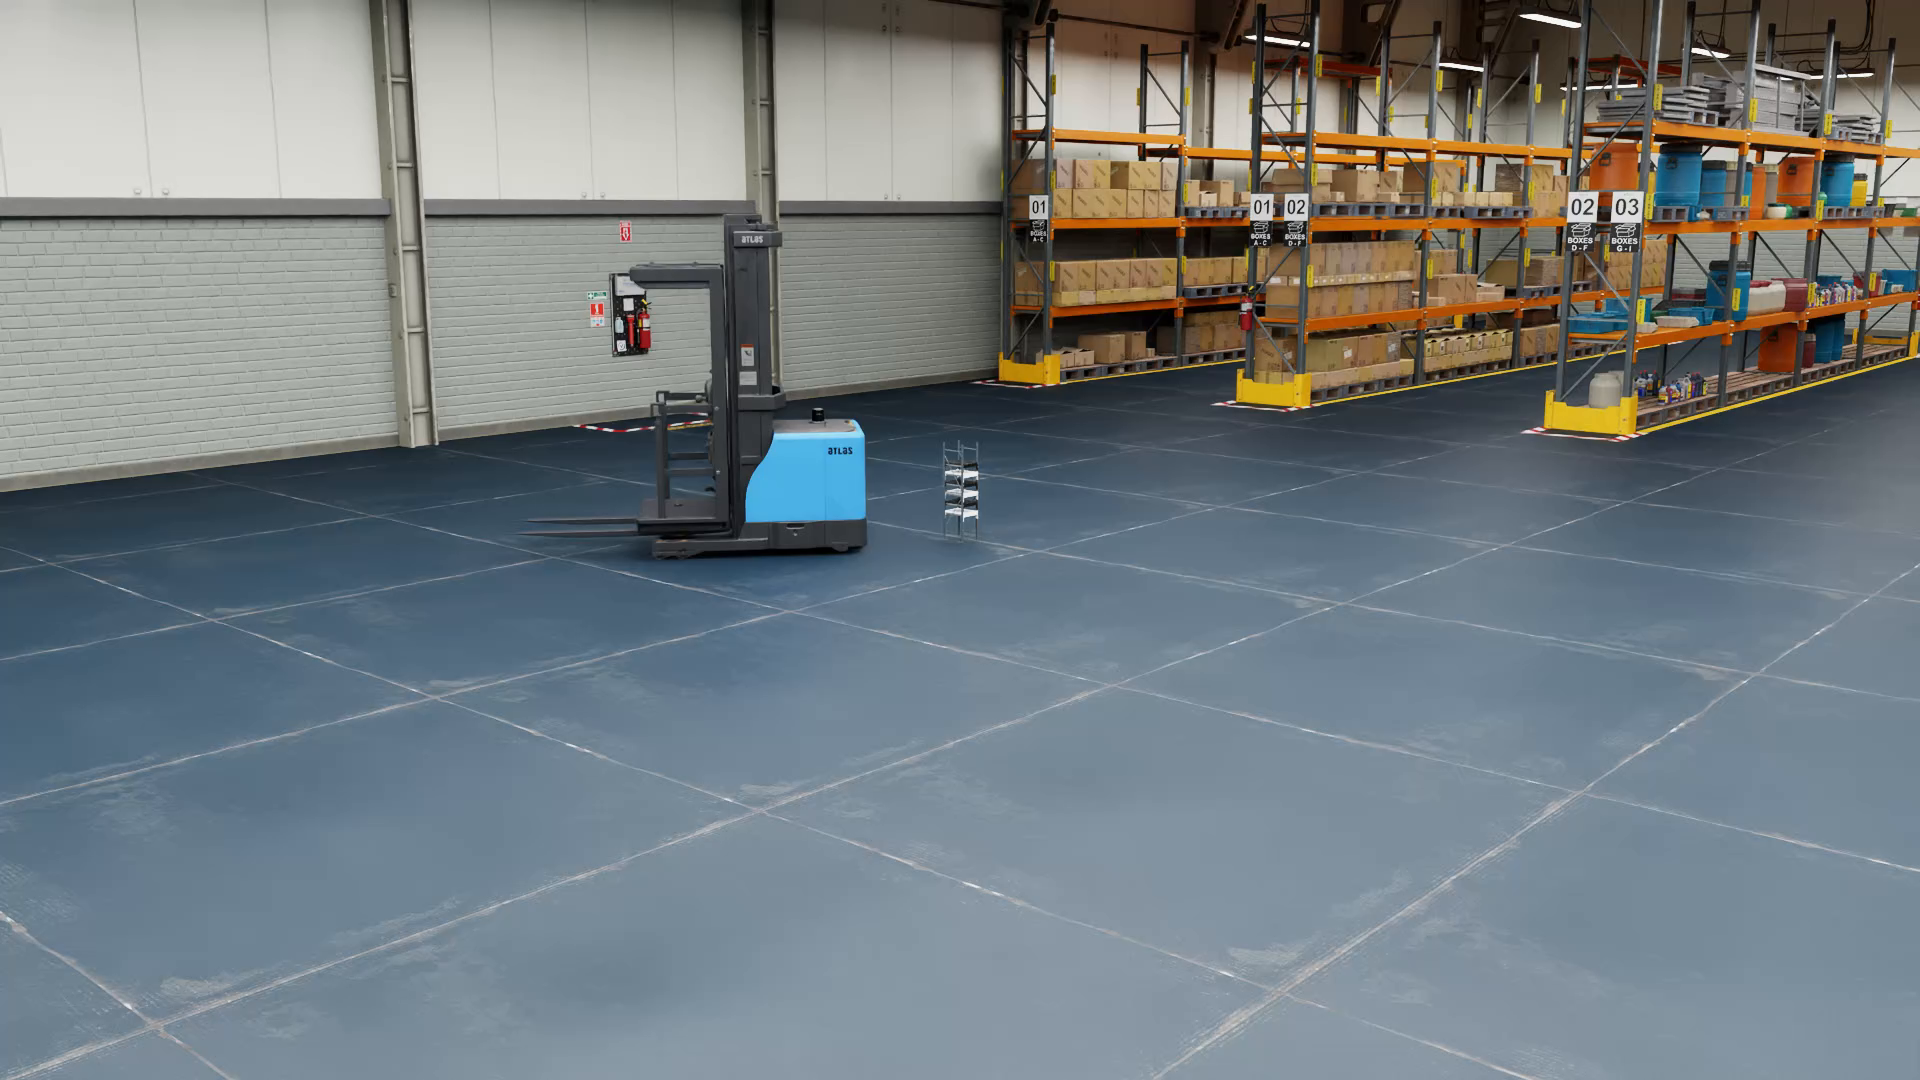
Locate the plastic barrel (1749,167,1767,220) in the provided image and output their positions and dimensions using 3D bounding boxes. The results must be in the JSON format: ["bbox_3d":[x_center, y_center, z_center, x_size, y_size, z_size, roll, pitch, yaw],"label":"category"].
[{"bbox_3d":[12.746,-5.628,27.016,0.600,0.830,0.708,10,15,40],"label":"plastic barrel"}]

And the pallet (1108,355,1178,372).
[{"bbox_3d":[3.384,-3.357,31.520,1.003,0.211,1.213,10,15,40],"label":"pallet"}]

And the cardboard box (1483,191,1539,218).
[{"bbox_3d":[10.428,-6.365,31.546,0.910,0.500,0.500,10,15,40],"label":"cardboard box"}]

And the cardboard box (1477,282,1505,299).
[{"bbox_3d":[9.892,-4.685,31.276,0.500,0.311,0.500,11,16,44],"label":"cardboard box"}]

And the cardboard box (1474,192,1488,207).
[{"bbox_3d":[9.189,-6.144,30.004,0.500,0.250,0.500,9,15,39],"label":"cardboard box"}]

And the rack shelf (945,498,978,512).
[{"bbox_3d":[0.005,-0.322,15.192,0.258,0.077,0.200,10,15,40],"label":"rack shelf"}]

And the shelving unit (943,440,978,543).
[{"bbox_3d":[0.005,-0.442,15.168,0.258,0.900,0.210,10,15,40],"label":"shelving unit"}]

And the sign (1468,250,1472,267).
[{"bbox_3d":[9.751,-5.374,31.746,0.100,0.325,0.005,10,15,40],"label":"sign"}]

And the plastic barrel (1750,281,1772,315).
[{"bbox_3d":[12.809,-3.898,26.760,0.433,0.535,0.433,0,11,0],"label":"plastic barrel"}]

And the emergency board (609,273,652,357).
[{"bbox_3d":[-4.648,-3.213,23.678,0.194,1.169,0.643,10,15,40],"label":"emergency board"}]

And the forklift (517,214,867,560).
[{"bbox_3d":[-2.377,-1.377,14.659,3.031,2.935,1.130,-1,11,-7],"label":"forklift"}]

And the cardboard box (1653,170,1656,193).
[{"bbox_3d":[14.725,-7.824,36.296,0.700,0.500,0.500,10,15,40],"label":"cardboard box"}]

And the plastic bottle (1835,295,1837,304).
[{"bbox_3d":[15.634,-4.325,29.750,0.097,0.201,0.097,0,11,0],"label":"plastic bottle"}]

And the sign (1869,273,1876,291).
[{"bbox_3d":[16.936,-4.789,30.860,0.100,0.325,0.005,10,15,40],"label":"sign"}]

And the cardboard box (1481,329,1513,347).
[{"bbox_3d":[10.004,-3.800,31.135,0.500,0.311,0.500,10,15,42],"label":"cardboard box"}]

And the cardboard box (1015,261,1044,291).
[{"bbox_3d":[1.312,-4.640,29.242,0.500,0.500,0.500,10,15,40],"label":"cardboard box"}]

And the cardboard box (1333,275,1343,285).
[{"bbox_3d":[5.811,-4.109,26.254,0.380,0.149,0.250,9,15,39],"label":"cardboard box"}]

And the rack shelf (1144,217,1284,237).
[{"bbox_3d":[5.121,-6.240,33.014,1.077,0.370,4.000,10,15,40],"label":"rack shelf"}]

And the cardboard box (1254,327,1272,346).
[{"bbox_3d":[6.005,-4.294,34.348,0.700,0.500,0.500,10,15,41],"label":"cardboard box"}]

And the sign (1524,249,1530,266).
[{"bbox_3d":[10.584,-5.273,31.037,0.100,0.325,0.005,10,15,40],"label":"sign"}]

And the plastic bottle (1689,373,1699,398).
[{"bbox_3d":[10.908,-2.304,24.765,0.144,0.351,0.185,9,14,38],"label":"plastic bottle"}]

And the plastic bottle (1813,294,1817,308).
[{"bbox_3d":[14.717,-4.165,28.760,0.152,0.276,0.135,10,15,40],"label":"plastic bottle"}]

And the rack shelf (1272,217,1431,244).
[{"bbox_3d":[6.204,-5.012,26.864,1.077,0.370,4.000,10,15,40],"label":"rack shelf"}]

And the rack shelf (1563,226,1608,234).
[{"bbox_3d":[14.126,-6.778,35.703,1.077,0.370,4.000,10,15,40],"label":"rack shelf"}]

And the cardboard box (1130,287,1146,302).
[{"bbox_3d":[3.061,-4.507,30.490,0.500,0.250,0.500,10,15,40],"label":"cardboard box"}]

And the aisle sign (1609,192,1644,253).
[{"bbox_3d":[8.775,-4.185,21.907,0.394,0.787,0.004,10,15,40],"label":"aisle sign"}]

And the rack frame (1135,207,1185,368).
[{"bbox_3d":[3.801,-4.828,31.764,1.000,3.000,0.127,10,15,40],"label":"rack frame"}]

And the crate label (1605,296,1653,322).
[{"bbox_3d":[9.614,-3.282,23.932,0.502,0.435,0.616,10,15,40],"label":"crate label"}]

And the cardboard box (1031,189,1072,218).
[{"bbox_3d":[1.569,-5.786,28.597,0.500,0.500,0.500,10,15,42],"label":"cardboard box"}]

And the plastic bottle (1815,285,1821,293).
[{"bbox_3d":[15.233,-4.360,29.548,0.144,0.351,0.185,10,15,40],"label":"plastic bottle"}]

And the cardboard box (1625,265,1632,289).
[{"bbox_3d":[14.014,-5.603,35.389,0.500,0.500,0.500,10,15,40],"label":"cardboard box"}]

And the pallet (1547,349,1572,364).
[{"bbox_3d":[11.492,-3.693,33.200,1.003,0.211,1.213,10,15,40],"label":"pallet"}]

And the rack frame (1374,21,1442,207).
[{"bbox_3d":[7.525,-7.130,27.973,1.000,3.000,0.127,10,15,40],"label":"rack frame"}]

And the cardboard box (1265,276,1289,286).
[{"bbox_3d":[4.993,-4.048,25.945,0.380,0.149,0.250,9,15,39],"label":"cardboard box"}]

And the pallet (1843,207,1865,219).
[{"bbox_3d":[15.333,-5.807,29.491,1.003,0.211,1.213,10,15,40],"label":"pallet"}]

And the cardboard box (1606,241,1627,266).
[{"bbox_3d":[13.668,-6.013,34.891,0.500,0.500,0.500,9,15,39],"label":"cardboard box"}]

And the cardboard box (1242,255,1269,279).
[{"bbox_3d":[6.139,-5.611,34.305,0.700,0.500,0.500,8,14,34],"label":"cardboard box"}]

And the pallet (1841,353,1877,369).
[{"bbox_3d":[16.980,-3.470,32.084,1.003,0.211,1.213,10,15,40],"label":"pallet"}]

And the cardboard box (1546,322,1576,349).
[{"bbox_3d":[12.031,-4.100,33.378,0.500,0.500,0.500,10,15,41],"label":"cardboard box"}]

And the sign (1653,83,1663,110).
[{"bbox_3d":[9.013,-5.726,21.478,0.100,0.325,0.005,10,15,40],"label":"sign"}]

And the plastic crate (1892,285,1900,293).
[{"bbox_3d":[18.560,-5.029,33.289,0.396,0.136,0.243,10,15,40],"label":"plastic crate"}]

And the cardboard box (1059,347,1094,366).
[{"bbox_3d":[2.061,-3.311,29.909,0.500,0.311,0.500,-11,15,-43],"label":"cardboard box"}]

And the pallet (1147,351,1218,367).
[{"bbox_3d":[4.314,-3.575,32.612,1.003,0.211,1.213,10,15,40],"label":"pallet"}]

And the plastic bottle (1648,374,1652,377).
[{"bbox_3d":[10.510,-2.386,25.368,0.152,0.276,0.135,10,15,42],"label":"plastic bottle"}]

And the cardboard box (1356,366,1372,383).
[{"bbox_3d":[6.397,-2.728,27.197,0.500,0.250,0.500,10,15,40],"label":"cardboard box"}]

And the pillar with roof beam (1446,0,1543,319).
[{"bbox_3d":[16.089,-9.488,39.778,9.100,9.000,0.548,10,15,40],"label":"pillar with roof beam"}]

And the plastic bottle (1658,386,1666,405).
[{"bbox_3d":[10.033,-2.063,23.763,0.097,0.271,0.097,0,11,0],"label":"plastic bottle"}]

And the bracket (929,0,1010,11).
[{"bbox_3d":[-0.746,-8.673,26.507,0.076,0.066,4.783,10,15,40],"label":"bracket"}]

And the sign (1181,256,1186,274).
[{"bbox_3d":[4.214,-5.184,31.334,0.100,0.325,0.005,10,15,40],"label":"sign"}]

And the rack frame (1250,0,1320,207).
[{"bbox_3d":[4.884,-6.542,25.026,1.000,3.000,0.127,10,15,40],"label":"rack frame"}]

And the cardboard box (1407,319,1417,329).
[{"bbox_3d":[10.327,-5.231,39.090,0.700,0.500,0.500,10,15,42],"label":"cardboard box"}]

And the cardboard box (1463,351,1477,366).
[{"bbox_3d":[8.992,-3.299,30.058,0.500,0.250,0.500,10,15,41],"label":"cardboard box"}]

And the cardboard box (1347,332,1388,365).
[{"bbox_3d":[6.717,-3.171,27.501,0.500,0.500,0.500,10,15,40],"label":"cardboard box"}]

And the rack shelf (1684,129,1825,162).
[{"bbox_3d":[12.563,-6.234,26.347,1.077,0.370,4.000,10,15,40],"label":"rack shelf"}]
